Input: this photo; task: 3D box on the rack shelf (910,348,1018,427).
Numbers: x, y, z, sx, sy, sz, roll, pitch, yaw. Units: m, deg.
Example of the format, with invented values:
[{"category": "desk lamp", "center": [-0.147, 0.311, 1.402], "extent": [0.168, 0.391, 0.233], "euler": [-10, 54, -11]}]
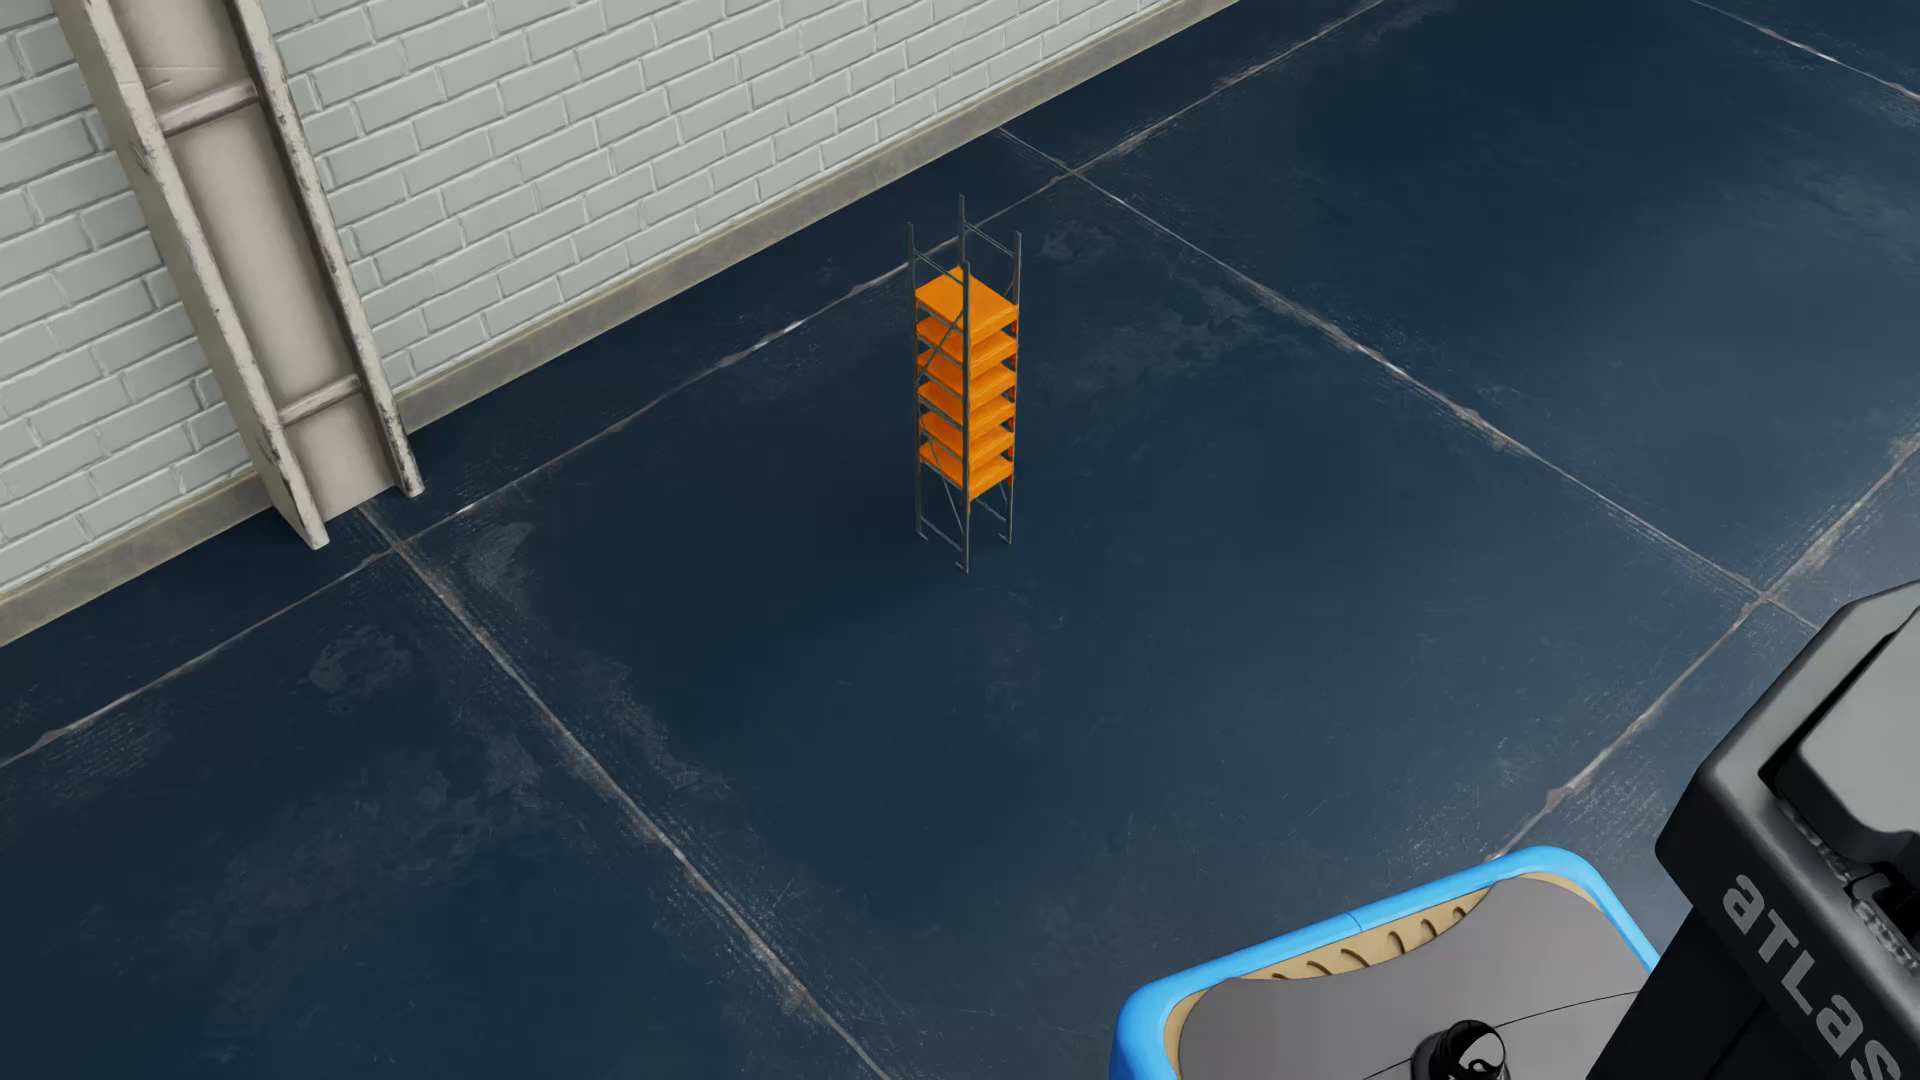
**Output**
[{"category": "rack shelf", "center": [0.011, -0.465, 4.760], "extent": [0.180, 0.103, 0.258], "euler": [-34, 56, -27]}]

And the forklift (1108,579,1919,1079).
[{"category": "forklift", "center": [1.264, 1.455, 1.913], "extent": [1.130, 2.935, 3.031], "euler": [-16, 49, -14]}]

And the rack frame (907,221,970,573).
[{"category": "rack frame", "center": [-0.057, -0.369, 4.774], "extent": [0.006, 1.200, 0.240], "euler": [-34, 56, -27]}]

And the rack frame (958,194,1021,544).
[{"category": "rack frame", "center": [0.078, -0.459, 4.857], "extent": [0.006, 1.200, 0.240], "euler": [-34, 56, -27]}]

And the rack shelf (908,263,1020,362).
[{"category": "rack shelf", "center": [0.011, -0.628, 4.584], "extent": [0.180, 0.103, 0.258], "euler": [-34, 56, -27]}]

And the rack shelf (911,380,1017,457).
[{"category": "rack shelf", "center": [0.011, -0.384, 4.848], "extent": [0.180, 0.103, 0.258], "euler": [-34, 56, -27]}]

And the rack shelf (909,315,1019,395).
[{"category": "rack shelf", "center": [0.011, -0.547, 4.672], "extent": [0.180, 0.103, 0.258], "euler": [-34, 56, -27]}]

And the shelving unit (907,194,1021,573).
[{"category": "shelving unit", "center": [0.011, -0.414, 4.816], "extent": [0.189, 1.200, 0.258], "euler": [-34, 56, -27]}]

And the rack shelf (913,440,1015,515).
[{"category": "rack shelf", "center": [0.011, -0.221, 5.025], "extent": [0.180, 0.103, 0.258], "euler": [-34, 56, -27]}]

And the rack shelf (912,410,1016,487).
[{"category": "rack shelf", "center": [0.011, -0.303, 4.936], "extent": [0.180, 0.103, 0.258], "euler": [-34, 56, -27]}]
